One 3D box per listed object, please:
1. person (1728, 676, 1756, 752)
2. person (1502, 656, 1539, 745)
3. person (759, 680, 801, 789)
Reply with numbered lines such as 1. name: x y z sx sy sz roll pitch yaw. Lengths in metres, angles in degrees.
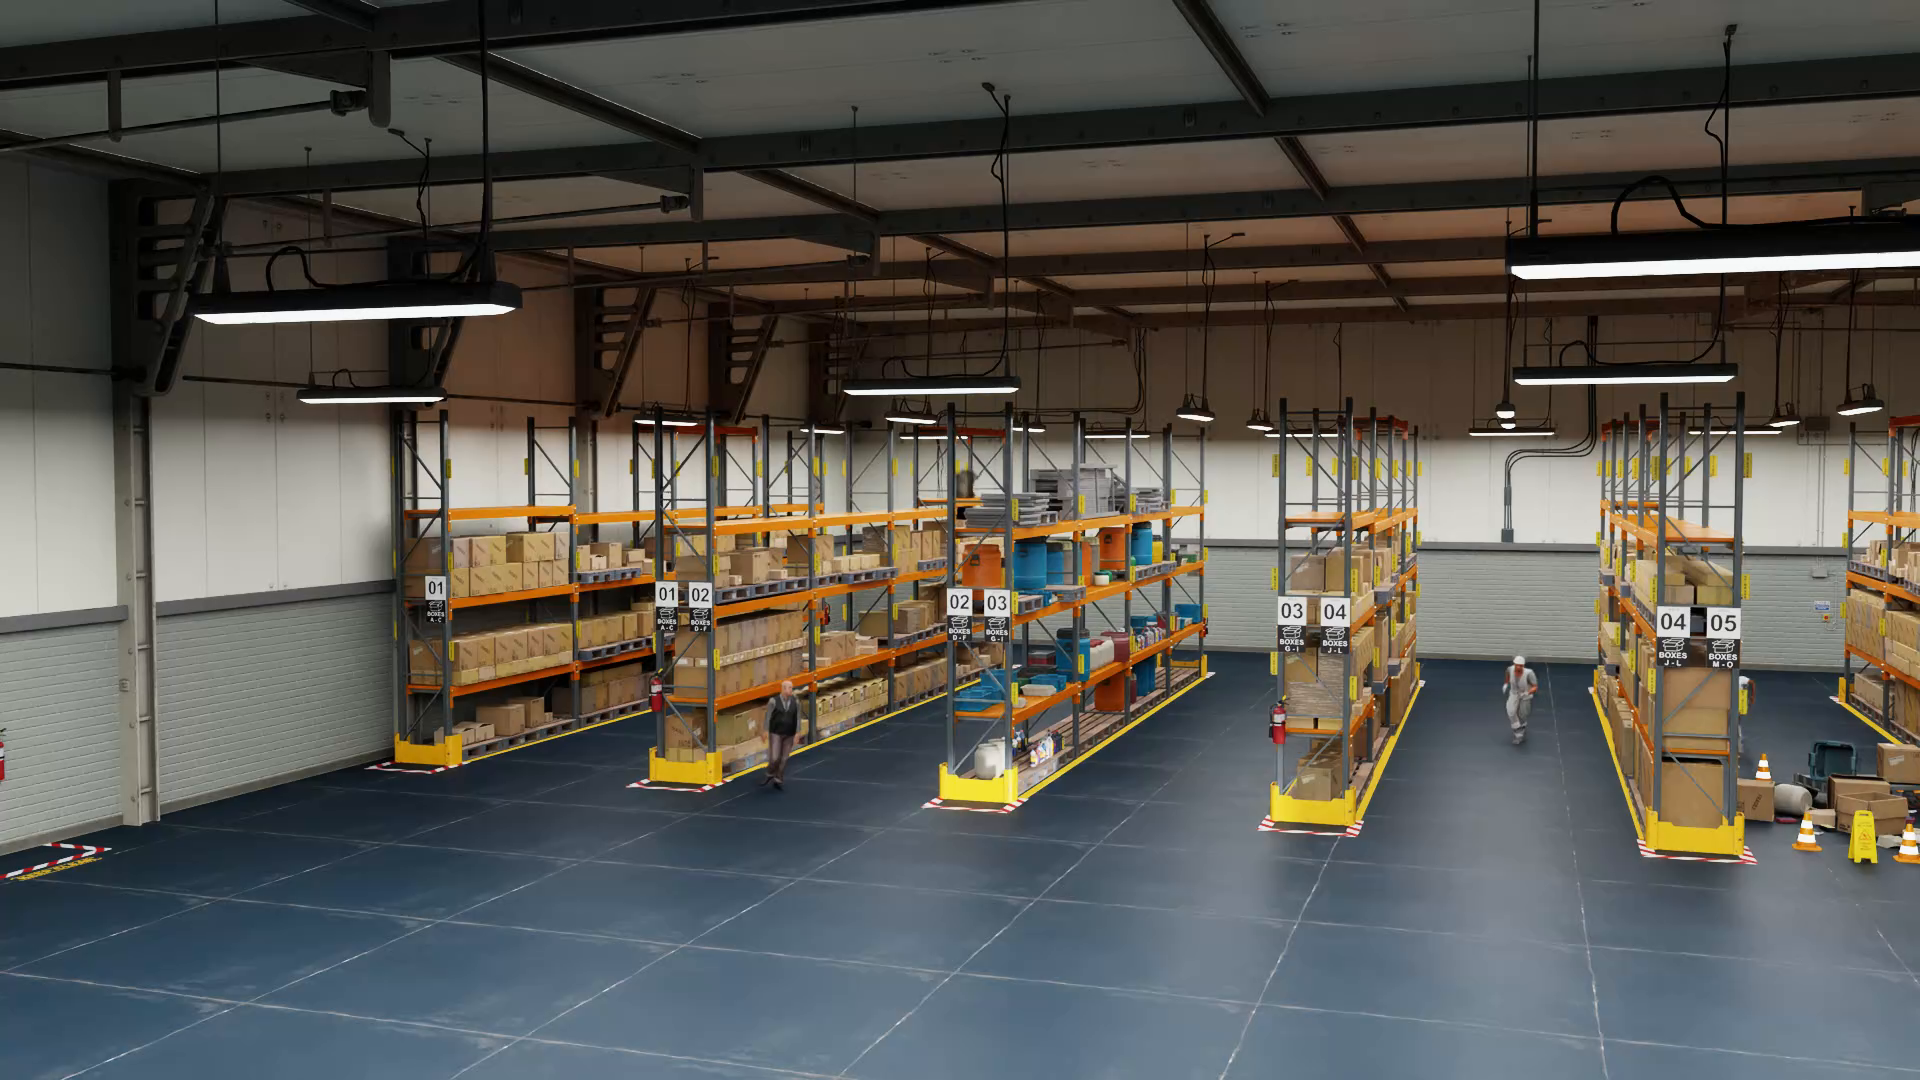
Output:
1. person: 13.768 2.986 29.527 0.612 1.497 0.852 0 2 4
2. person: 10.212 2.873 30.282 0.685 1.607 1.098 1 3 29
3. person: -2.780 3.026 25.819 0.641 1.702 0.480 -1 3 -26
